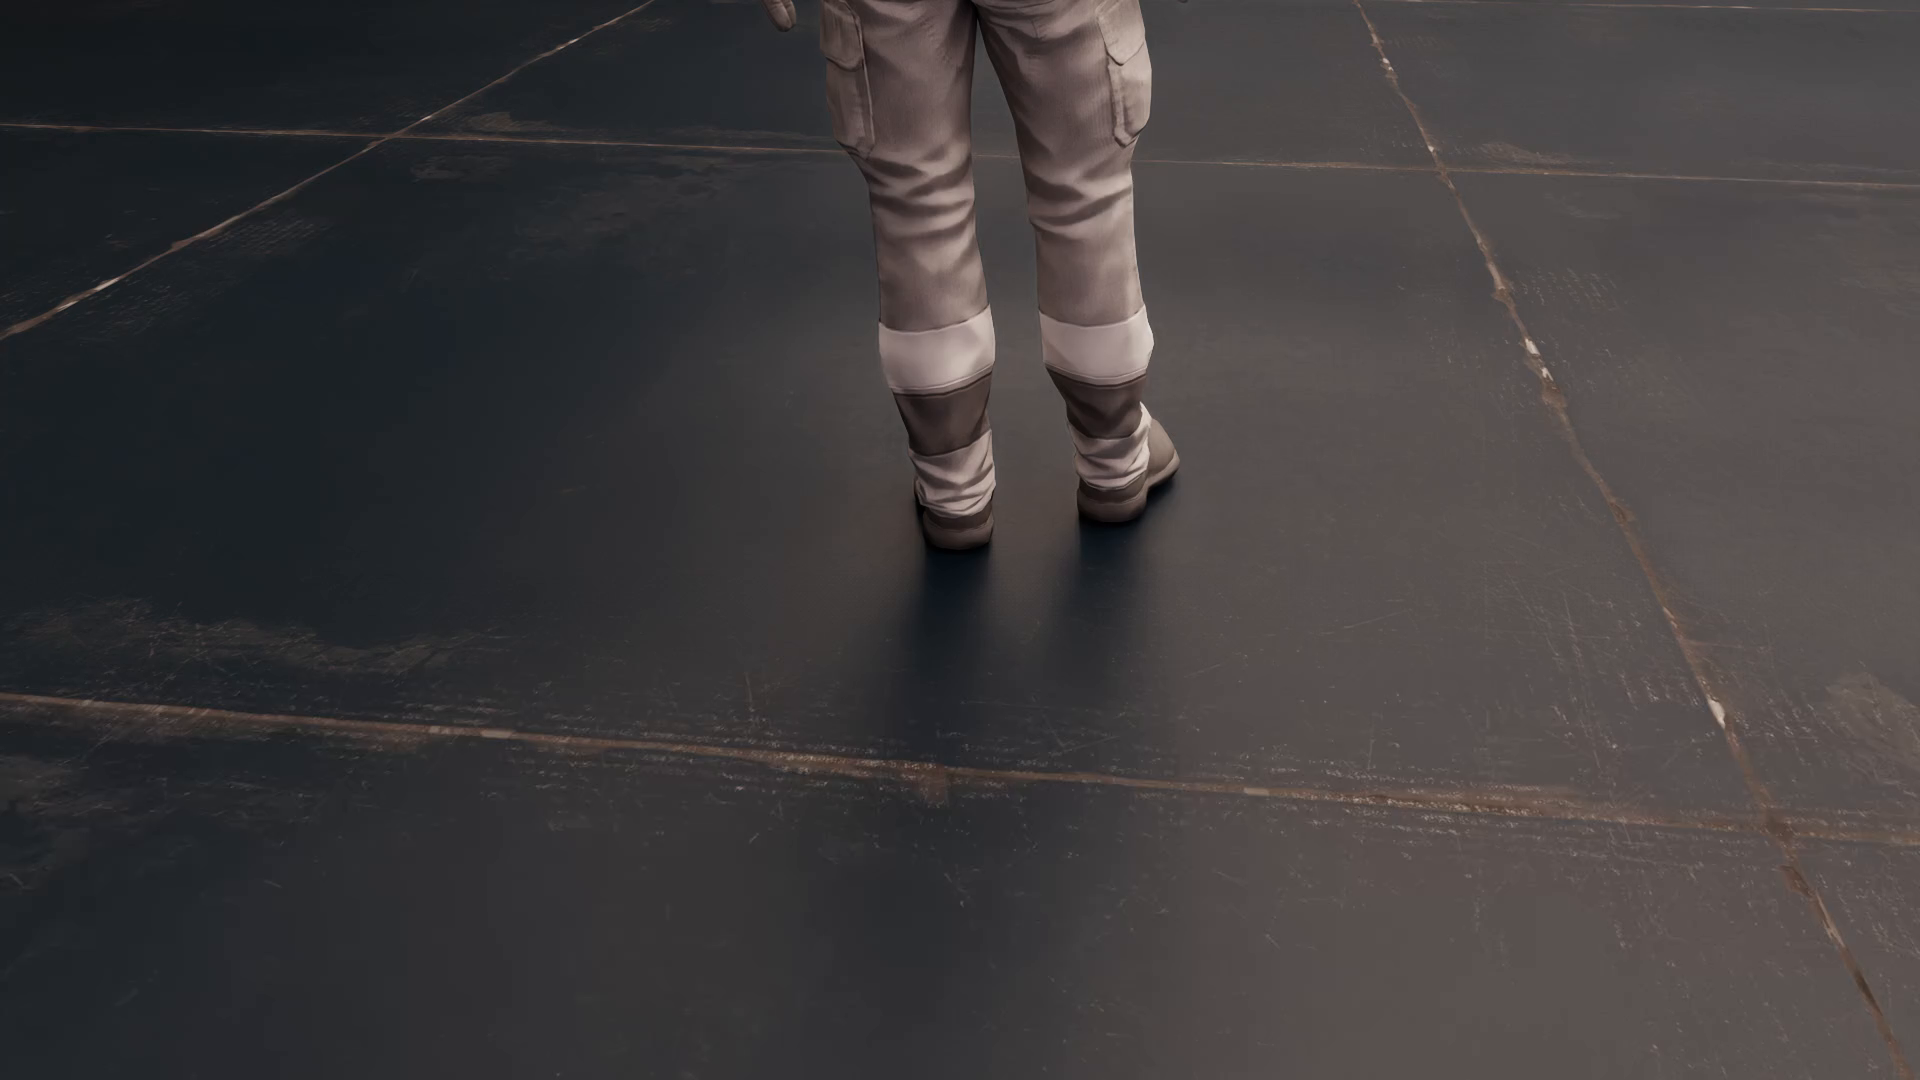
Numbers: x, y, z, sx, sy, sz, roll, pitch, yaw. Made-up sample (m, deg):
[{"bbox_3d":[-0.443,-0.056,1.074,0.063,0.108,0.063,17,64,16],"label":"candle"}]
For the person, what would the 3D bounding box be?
[{"bbox_3d":[0.023,-0.842,2.167,0.637,1.787,0.564,3,27,7],"label":"person"}]
